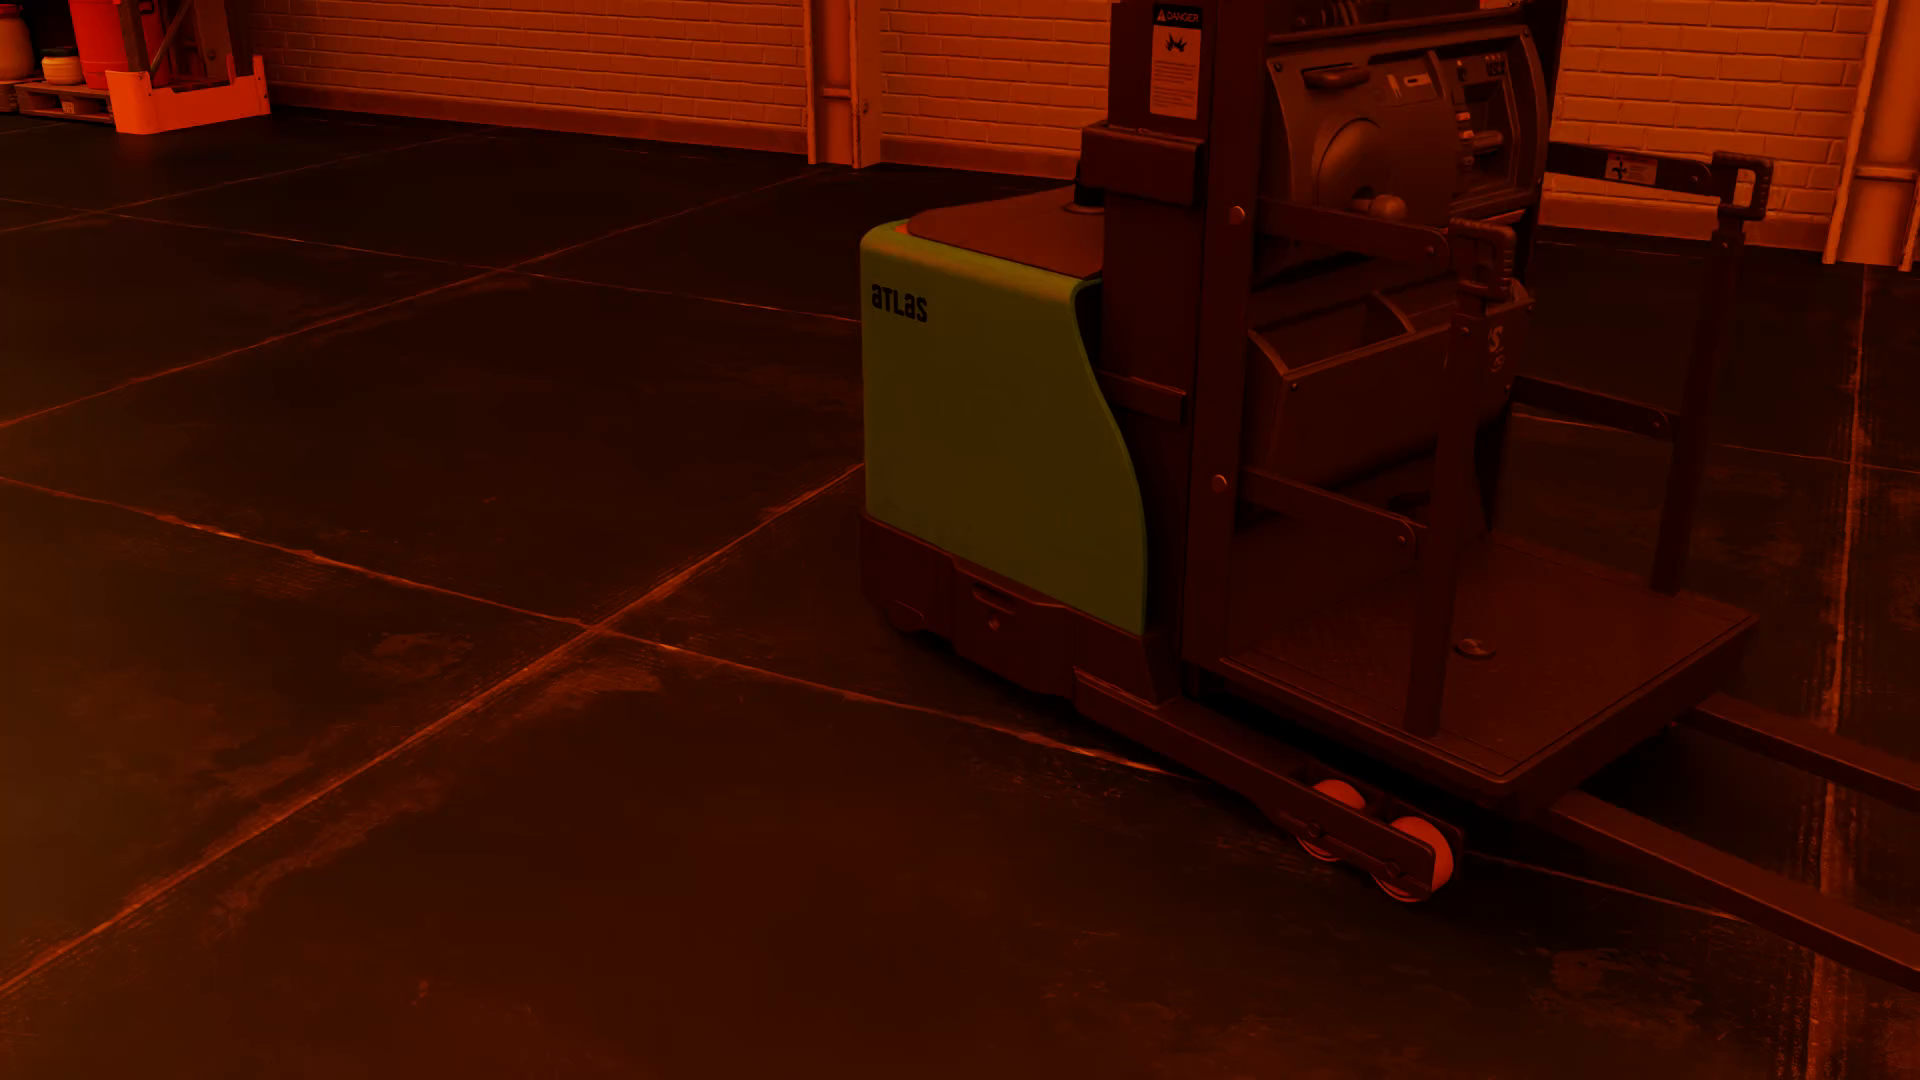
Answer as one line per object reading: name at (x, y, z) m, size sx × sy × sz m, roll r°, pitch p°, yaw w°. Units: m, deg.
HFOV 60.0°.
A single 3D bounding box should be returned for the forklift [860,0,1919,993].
forklift at (1.090, -0.847, 3.306) m, size 1.130 × 2.935 × 3.031 m, roll -19°, pitch 30°, yaw -38°
